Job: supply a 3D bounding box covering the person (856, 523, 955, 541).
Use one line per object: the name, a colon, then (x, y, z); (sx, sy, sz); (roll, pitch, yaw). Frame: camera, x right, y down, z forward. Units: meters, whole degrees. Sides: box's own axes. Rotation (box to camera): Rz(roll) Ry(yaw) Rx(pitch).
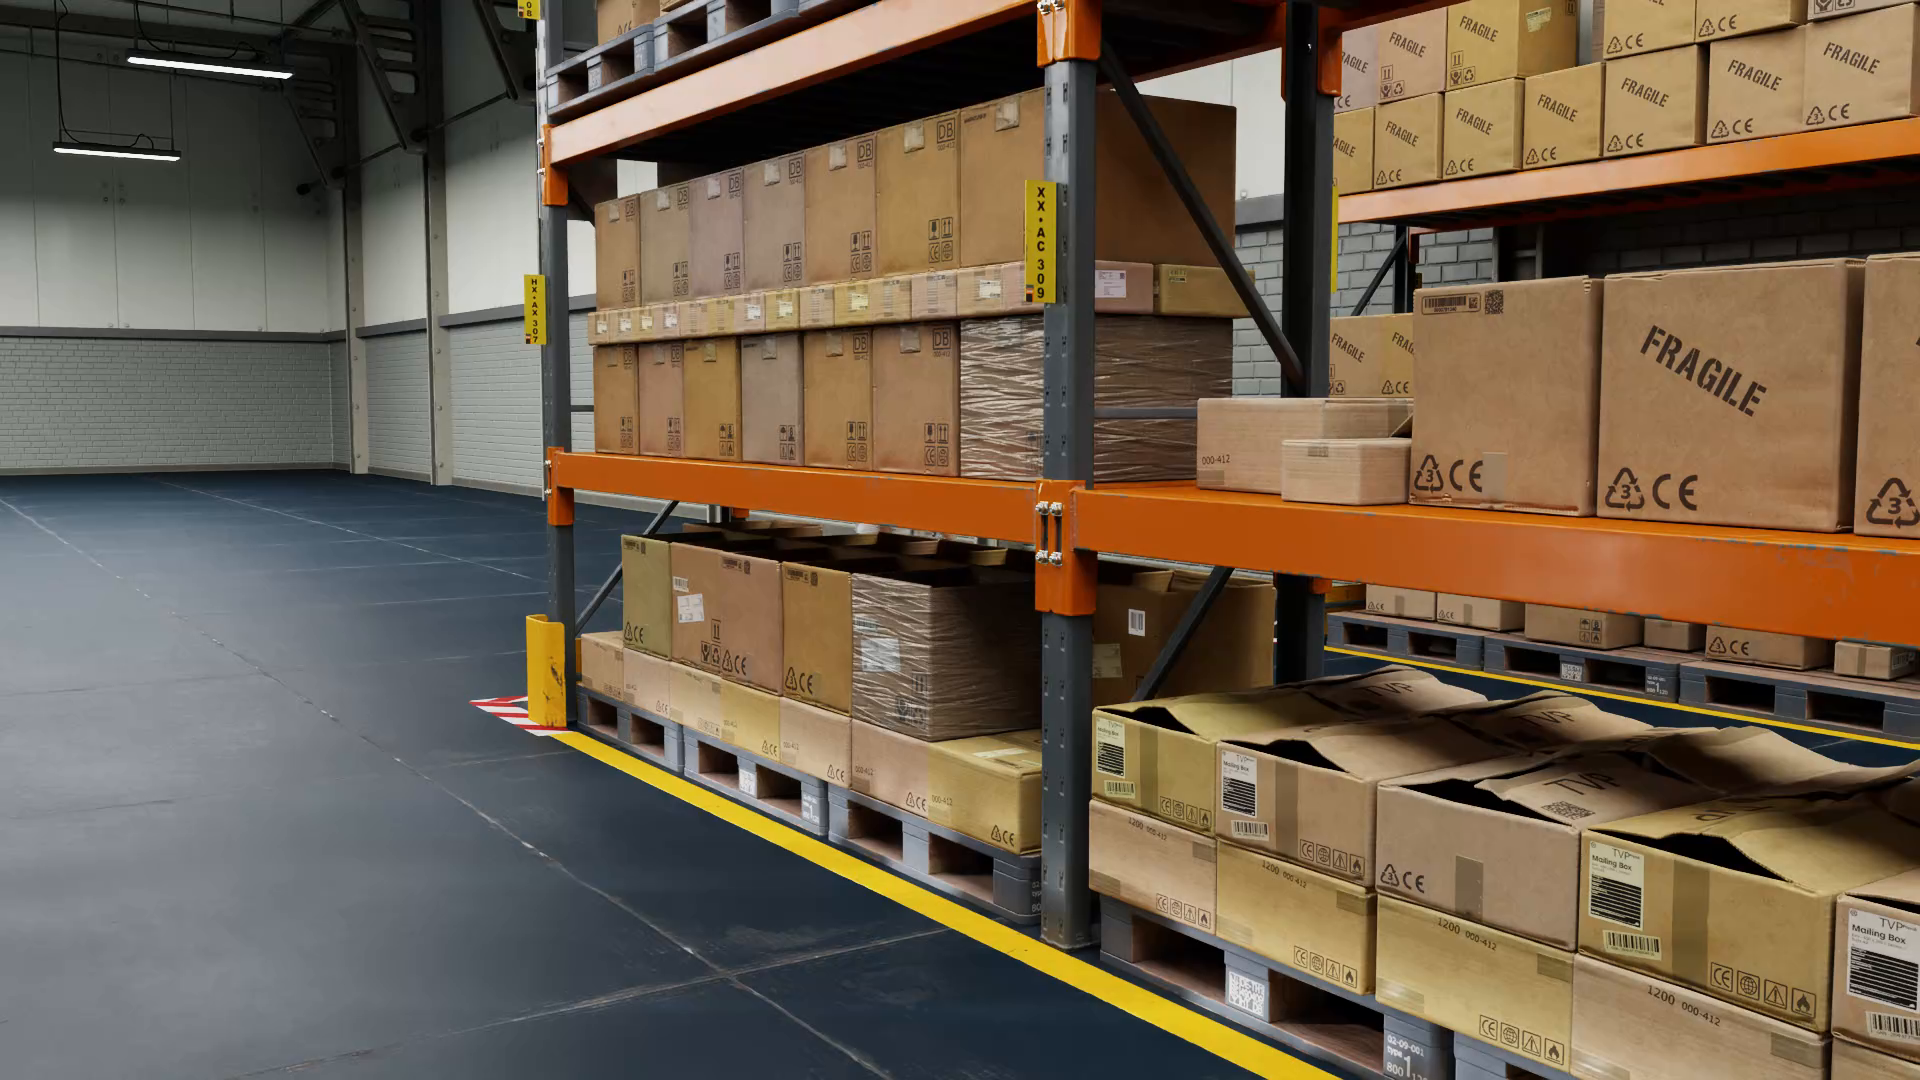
person: (-0.263, 0.030, 9.148); (0.522, 1.523, 0.611); (-3, 6, -33)
